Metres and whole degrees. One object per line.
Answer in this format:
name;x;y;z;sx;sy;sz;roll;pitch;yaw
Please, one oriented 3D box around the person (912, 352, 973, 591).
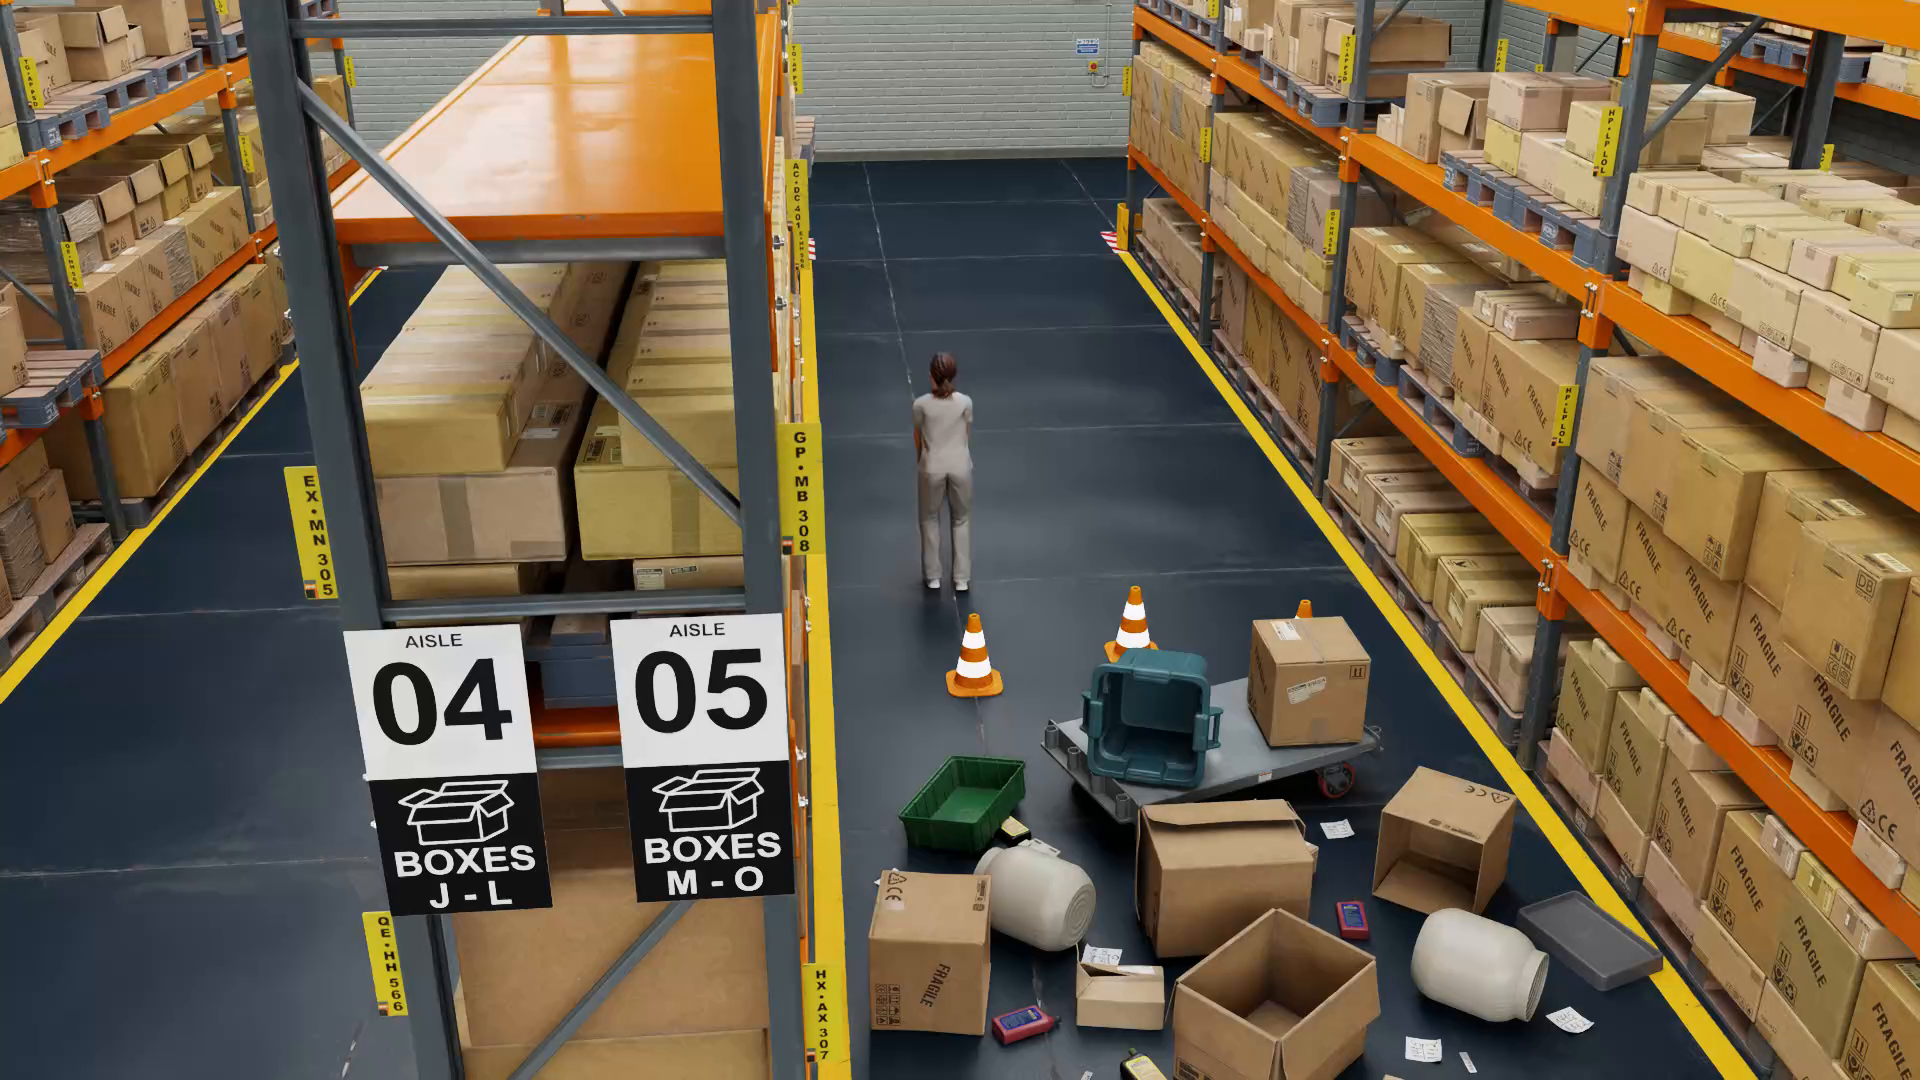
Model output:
person;-0.122;-0.486;11.218;0.410;1.669;0.503;-3;24;-7
